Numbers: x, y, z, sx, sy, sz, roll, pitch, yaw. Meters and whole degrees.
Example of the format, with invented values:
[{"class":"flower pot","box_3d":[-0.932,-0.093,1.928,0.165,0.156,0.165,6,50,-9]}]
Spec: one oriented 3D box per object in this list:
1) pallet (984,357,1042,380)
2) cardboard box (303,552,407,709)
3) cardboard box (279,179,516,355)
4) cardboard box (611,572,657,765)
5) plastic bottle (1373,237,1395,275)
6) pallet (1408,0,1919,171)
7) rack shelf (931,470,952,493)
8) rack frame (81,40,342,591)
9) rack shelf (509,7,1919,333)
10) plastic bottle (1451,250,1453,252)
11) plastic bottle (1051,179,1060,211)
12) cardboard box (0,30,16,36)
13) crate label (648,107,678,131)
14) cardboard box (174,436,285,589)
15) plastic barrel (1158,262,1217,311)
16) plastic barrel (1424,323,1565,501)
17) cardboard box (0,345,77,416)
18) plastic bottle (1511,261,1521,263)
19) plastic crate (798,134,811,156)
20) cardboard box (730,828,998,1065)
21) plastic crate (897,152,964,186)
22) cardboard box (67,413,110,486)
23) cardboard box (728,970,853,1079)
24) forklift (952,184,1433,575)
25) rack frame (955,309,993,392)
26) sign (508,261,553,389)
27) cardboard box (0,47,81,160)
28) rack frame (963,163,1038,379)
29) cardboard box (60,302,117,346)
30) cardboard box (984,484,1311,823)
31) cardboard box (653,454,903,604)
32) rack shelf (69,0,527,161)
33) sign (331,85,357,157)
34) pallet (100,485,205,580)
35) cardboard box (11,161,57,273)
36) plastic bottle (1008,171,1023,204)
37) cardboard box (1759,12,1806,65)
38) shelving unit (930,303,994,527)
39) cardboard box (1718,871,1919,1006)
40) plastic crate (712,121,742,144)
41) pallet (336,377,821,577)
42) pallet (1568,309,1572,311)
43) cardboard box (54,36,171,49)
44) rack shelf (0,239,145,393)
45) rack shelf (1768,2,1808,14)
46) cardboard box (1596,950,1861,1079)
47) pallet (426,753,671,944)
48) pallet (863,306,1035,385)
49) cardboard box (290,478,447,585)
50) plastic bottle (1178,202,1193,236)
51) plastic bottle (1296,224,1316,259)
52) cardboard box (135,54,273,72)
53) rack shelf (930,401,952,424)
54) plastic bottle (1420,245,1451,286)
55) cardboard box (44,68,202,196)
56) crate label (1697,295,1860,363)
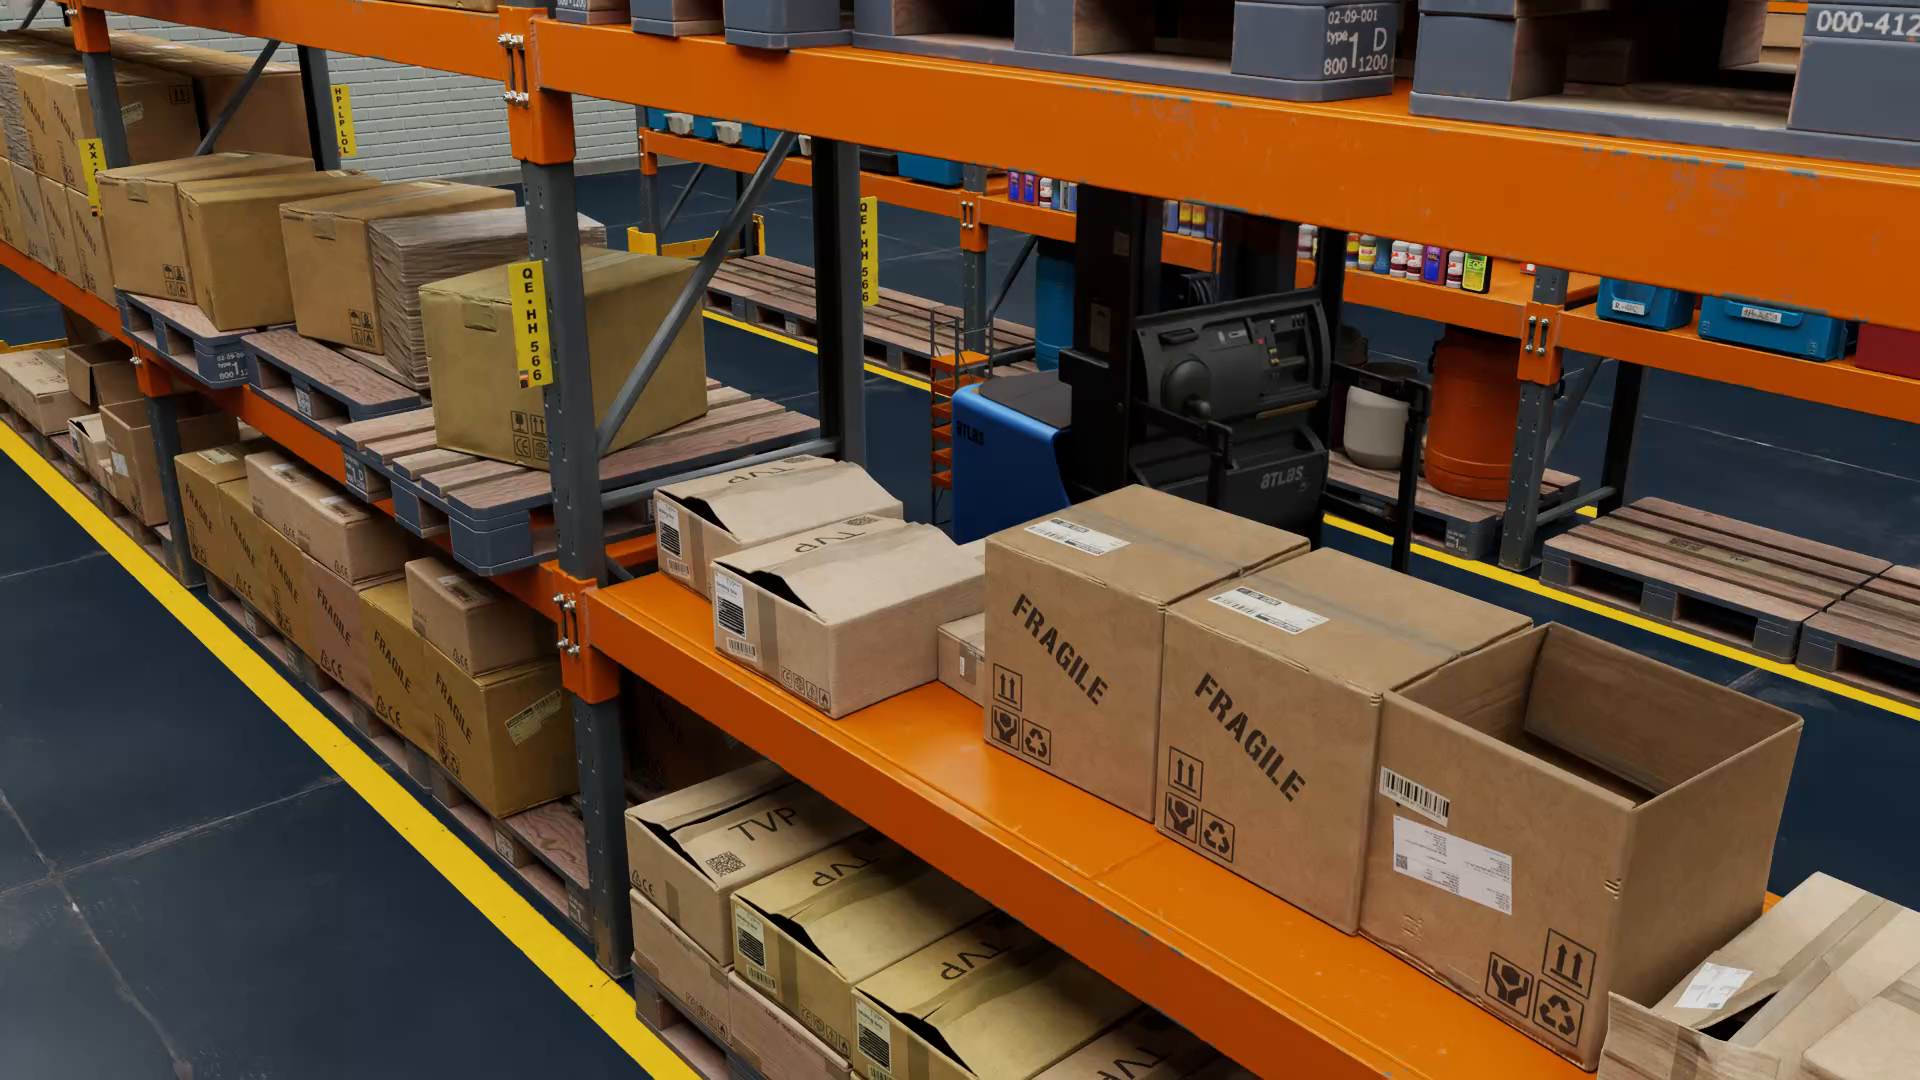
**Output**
[{"class":"pallet","box_3d":[0.911,-0.949,10.618,1.003,0.211,1.213,-17,27,-37]},{"class":"cardboard box","box_3d":[-2.178,0.283,6.473,0.500,0.500,0.500,-19,28,-39]},{"class":"cardboard box","box_3d":[-2.116,-1.061,6.367,0.500,0.500,0.700,14,25,32]},{"class":"cardboard box","box_3d":[-1.132,0.435,6.085,0.500,0.500,0.500,-19,28,-39]},{"class":"plastic bottle","box_3d":[2.123,-1.469,8.299,0.097,0.271,0.097,0,21,0]},{"class":"pallet","box_3d":[1.320,-0.630,2.130,0.805,0.209,1.217,-19,28,-39]},{"class":"rack shelf","box_3d":[0.009,-0.290,8.359,0.258,0.103,0.180,-17,27,-37]},{"class":"rack frame","box_3d":[-3.316,-1.292,7.671,1.000,3.000,0.127,-17,27,-37]},{"class":"rack shelf","box_3d":[0.600,-0.696,3.022,1.077,0.370,4.000,-17,27,-37]},{"class":"plastic bottle","box_3d":[2.609,-1.654,8.770,0.097,0.271,0.097,0,21,0]},{"class":"plastic bottle","box_3d":[0.595,-2.116,9.951,0.097,0.271,0.097,0,21,0]},{"class":"cardboard box","box_3d":[-5.837,-2.724,9.818,0.500,0.500,0.500,-16,27,-36]},{"class":"crate label","box_3d":[-2.261,-3.379,13.146,0.416,0.233,0.303,-17,27,-37]},{"class":"cardboard box","box_3d":[-3.185,-0.142,7.557,0.500,0.500,0.500,-19,28,-40]},{"class":"plastic barrel","box_3d":[1.243,-1.339,10.091,0.600,0.901,0.708,-17,27,-37]},{"class":"plastic barrel","box_3d":[2.717,-0.682,8.511,0.600,0.830,0.708,-17,27,-37]},{"class":"cardboard box","box_3d":[-5.461,-0.966,10.005,0.500,0.250,0.500,-17,27,-37]},{"class":"plastic bottle","box_3d":[2.894,-1.535,8.562,0.097,0.201,0.097,0,21,0]},{"class":"plastic crate","box_3d":[-0.926,-2.785,11.761,0.293,0.136,0.466,-17,27,-37]},{"class":"cardboard box","box_3d":[-0.237,0.994,4.258,0.500,0.311,0.500,-18,28,-39]},{"class":"plastic crate","box_3d":[-0.124,-2.539,10.793,0.392,0.384,0.575,-17,27,-37]},{"class":"cardboard box","box_3d":[-4.393,-0.542,8.839,0.500,0.311,0.500,-17,27,-37]},{"class":"cardboard box","box_3d":[-0.257,1.251,4.372,0.500,0.250,0.500,-18,28,-39]},{"class":"forklift","box_3d":[1.172,-0.677,6.193,1.130,2.935,3.031,-13,25,-31]},{"class":"rack frame","box_3d":[0.069,-0.529,8.190,0.240,1.200,0.006,-17,27,-37]},{"class":"sign","box_3d":[-1.110,-0.558,4.316,0.100,0.325,0.005,-17,27,-37]},{"class":"cardboard box","box_3d":[-4.835,-2.302,8.740,0.500,0.500,0.500,-18,28,-38]},{"class":"rack frame","box_3d":[0.439,-2.471,10.679,1.000,3.000,0.127,-17,27,-37]},{"class":"cardboard box","box_3d":[-5.386,-1.347,10.634,0.500,0.500,0.500,-17,27,-37]},{"class":"cardboard box","box_3d":[0.402,0.226,3.657,0.500,0.500,0.500,-19,29,-40]},{"class":"cardboard box","box_3d":[-0.501,-0.035,4.582,0.500,0.311,0.500,-15,26,-34]},{"class":"rack shelf","box_3d":[-2.011,-1.802,5.844,1.077,0.370,4.000,-17,27,-37]},{"class":"sign","box_3d":[-2.898,-1.965,7.799,0.100,0.325,0.005,-17,27,-37]},{"class":"pallet","box_3d":[-3.764,-0.184,8.664,1.003,0.211,1.213,-17,27,-37]},{"class":"cardboard box","box_3d":[-4.512,-1.699,8.573,0.500,0.500,0.500,-17,27,-36]},{"class":"plastic bottle","box_3d":[0.355,-2.213,10.182,0.061,0.283,0.133,-17,27,-37]},{"class":"cardboard box","box_3d":[5.914,-3.445,11.653,0.797,0.503,0.637,-17,27,-36]},{"class":"shelving unit","box_3d":[0.009,-0.555,8.255,0.258,1.200,0.189,-17,27,-37]},{"class":"cardboard box","box_3d":[1.482,0.741,2.823,0.380,0.149,0.250,-17,27,-37]},{"class":"plastic crate","box_3d":[-1.671,-3.038,12.408,0.250,0.136,0.298,-17,27,-37]},{"class":"pallet","box_3d":[-1.201,-0.268,5.319,1.213,0.211,1.003,-17,27,-37]},{"class":"pallet","box_3d":[4.752,-2.156,13.699,1.003,0.211,1.213,-17,27,-37]},{"class":"cardboard box","box_3d":[-4.756,-2.571,9.426,0.500,0.500,0.500,-17,27,-36]},{"class":"rack shelf","box_3d":[-4.622,-1.510,9.213,1.077,0.370,4.000,-17,27,-37]},{"class":"rack shelf","box_3d":[4.355,-1.875,6.030,1.077,0.370,4.000,-17,27,-37]},{"class":"cardboard box","box_3d":[1.193,0.781,2.561,0.396,0.266,0.258,-18,28,-39]},{"class":"pallet","box_3d":[-1.164,0.896,5.907,1.003,0.211,1.213,-17,27,-37]},{"class":"pallet","box_3d":[-0.071,-1.366,11.682,1.003,0.211,1.213,-17,27,-37]},{"class":"cardboard box","box_3d":[-2.205,-0.076,6.361,0.500,0.250,0.500,-18,28,-38]},{"class":"plastic bottle","box_3d":[1.263,-1.834,9.229,0.097,0.271,0.097,0,21,0]},{"class":"plastic bottle","box_3d":[1.806,-1.571,8.655,0.097,0.201,0.097,0,21,0]},{"class":"cardboard box","box_3d":[-3.748,-2.144,8.337,0.500,0.500,0.500,-19,28,-39]},{"class":"rack shelf","box_3d":[0.009,-0.625,8.227,0.258,0.103,0.180,-17,27,-37]},{"class":"plastic bottle","box_3d":[2.312,-1.385,8.067,0.061,0.283,0.133,-17,27,-37]},{"class":"cardboard box","box_3d":[-3.842,-1.883,7.669,0.500,0.500,0.500,-17,27,-37]},{"class":"crate label","box_3d":[3.493,-1.043,6.985,0.502,0.435,0.616,-17,27,-37]}]
